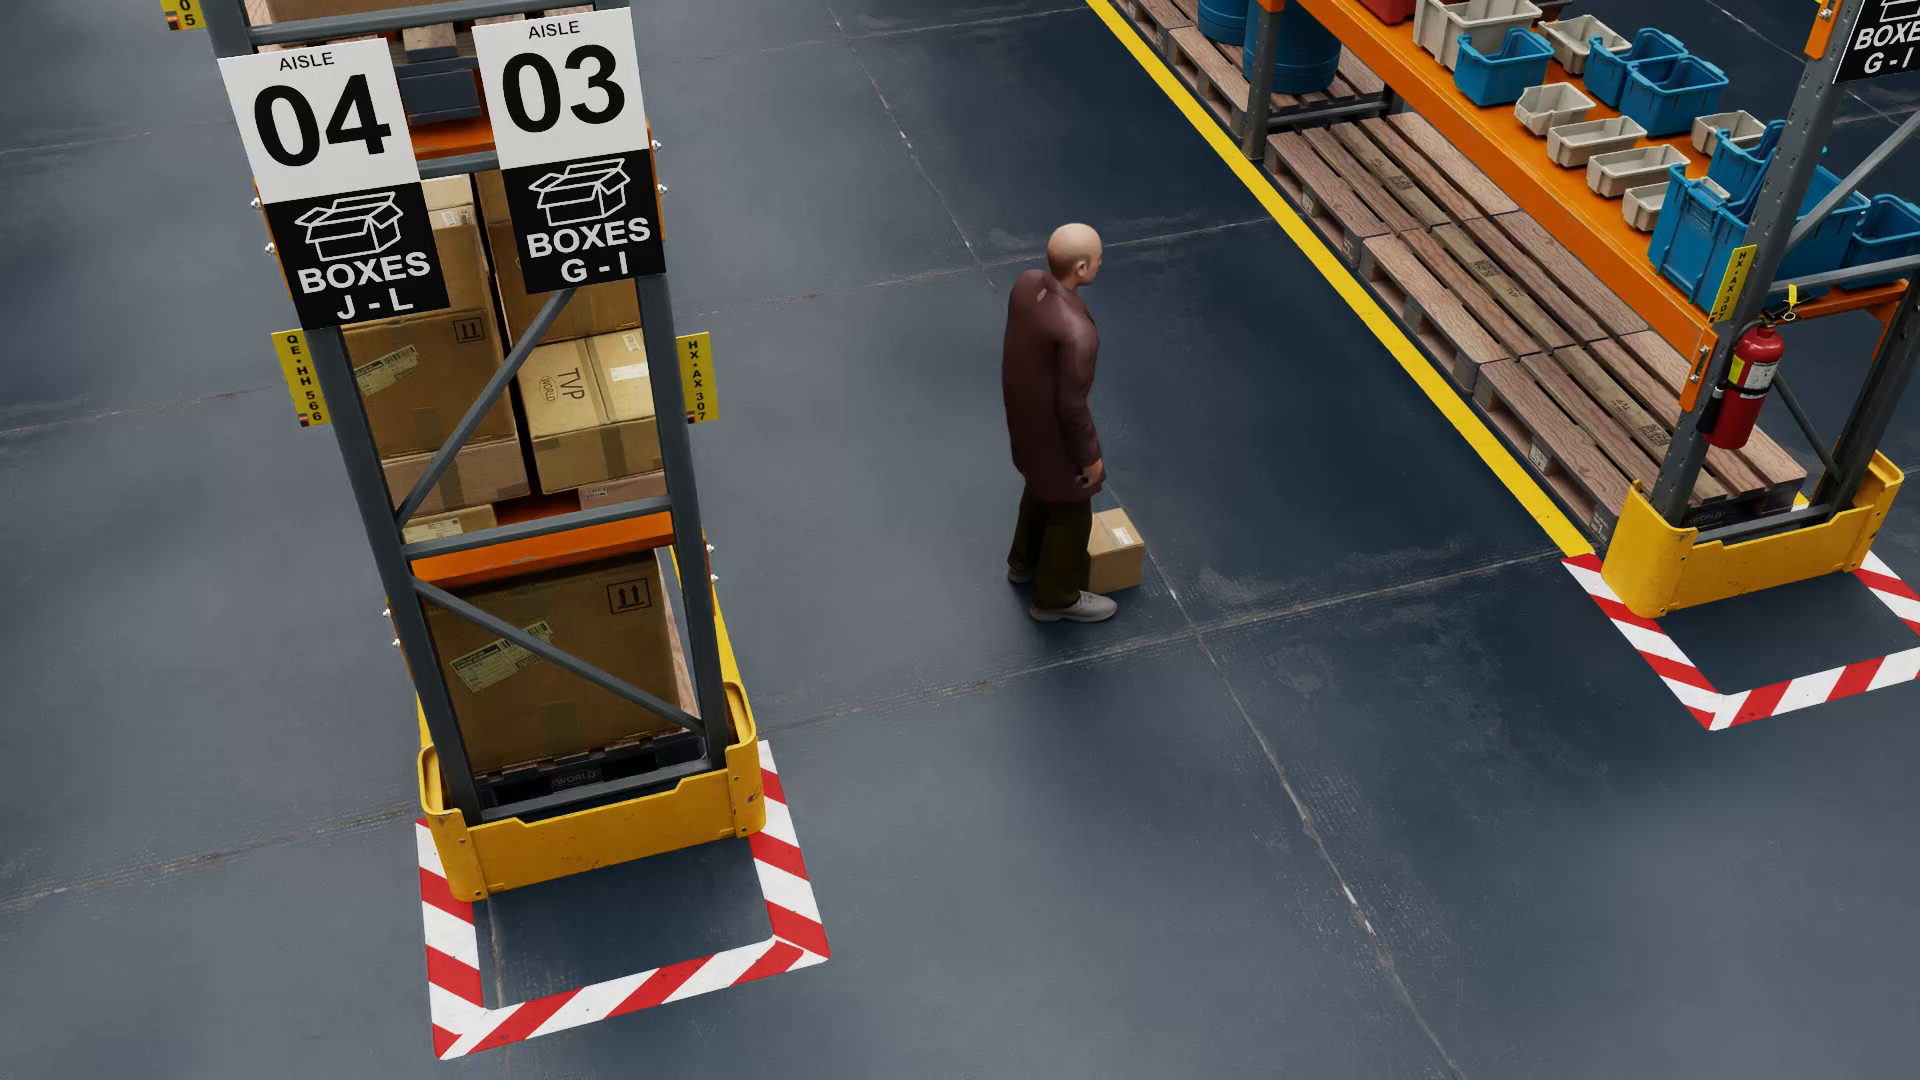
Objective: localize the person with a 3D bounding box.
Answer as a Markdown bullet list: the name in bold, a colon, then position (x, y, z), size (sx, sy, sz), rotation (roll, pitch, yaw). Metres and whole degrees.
- **person**: position (0.383, -0.468, 6.697), size (0.415, 1.772, 0.647), rotation (-14, 44, -15)
